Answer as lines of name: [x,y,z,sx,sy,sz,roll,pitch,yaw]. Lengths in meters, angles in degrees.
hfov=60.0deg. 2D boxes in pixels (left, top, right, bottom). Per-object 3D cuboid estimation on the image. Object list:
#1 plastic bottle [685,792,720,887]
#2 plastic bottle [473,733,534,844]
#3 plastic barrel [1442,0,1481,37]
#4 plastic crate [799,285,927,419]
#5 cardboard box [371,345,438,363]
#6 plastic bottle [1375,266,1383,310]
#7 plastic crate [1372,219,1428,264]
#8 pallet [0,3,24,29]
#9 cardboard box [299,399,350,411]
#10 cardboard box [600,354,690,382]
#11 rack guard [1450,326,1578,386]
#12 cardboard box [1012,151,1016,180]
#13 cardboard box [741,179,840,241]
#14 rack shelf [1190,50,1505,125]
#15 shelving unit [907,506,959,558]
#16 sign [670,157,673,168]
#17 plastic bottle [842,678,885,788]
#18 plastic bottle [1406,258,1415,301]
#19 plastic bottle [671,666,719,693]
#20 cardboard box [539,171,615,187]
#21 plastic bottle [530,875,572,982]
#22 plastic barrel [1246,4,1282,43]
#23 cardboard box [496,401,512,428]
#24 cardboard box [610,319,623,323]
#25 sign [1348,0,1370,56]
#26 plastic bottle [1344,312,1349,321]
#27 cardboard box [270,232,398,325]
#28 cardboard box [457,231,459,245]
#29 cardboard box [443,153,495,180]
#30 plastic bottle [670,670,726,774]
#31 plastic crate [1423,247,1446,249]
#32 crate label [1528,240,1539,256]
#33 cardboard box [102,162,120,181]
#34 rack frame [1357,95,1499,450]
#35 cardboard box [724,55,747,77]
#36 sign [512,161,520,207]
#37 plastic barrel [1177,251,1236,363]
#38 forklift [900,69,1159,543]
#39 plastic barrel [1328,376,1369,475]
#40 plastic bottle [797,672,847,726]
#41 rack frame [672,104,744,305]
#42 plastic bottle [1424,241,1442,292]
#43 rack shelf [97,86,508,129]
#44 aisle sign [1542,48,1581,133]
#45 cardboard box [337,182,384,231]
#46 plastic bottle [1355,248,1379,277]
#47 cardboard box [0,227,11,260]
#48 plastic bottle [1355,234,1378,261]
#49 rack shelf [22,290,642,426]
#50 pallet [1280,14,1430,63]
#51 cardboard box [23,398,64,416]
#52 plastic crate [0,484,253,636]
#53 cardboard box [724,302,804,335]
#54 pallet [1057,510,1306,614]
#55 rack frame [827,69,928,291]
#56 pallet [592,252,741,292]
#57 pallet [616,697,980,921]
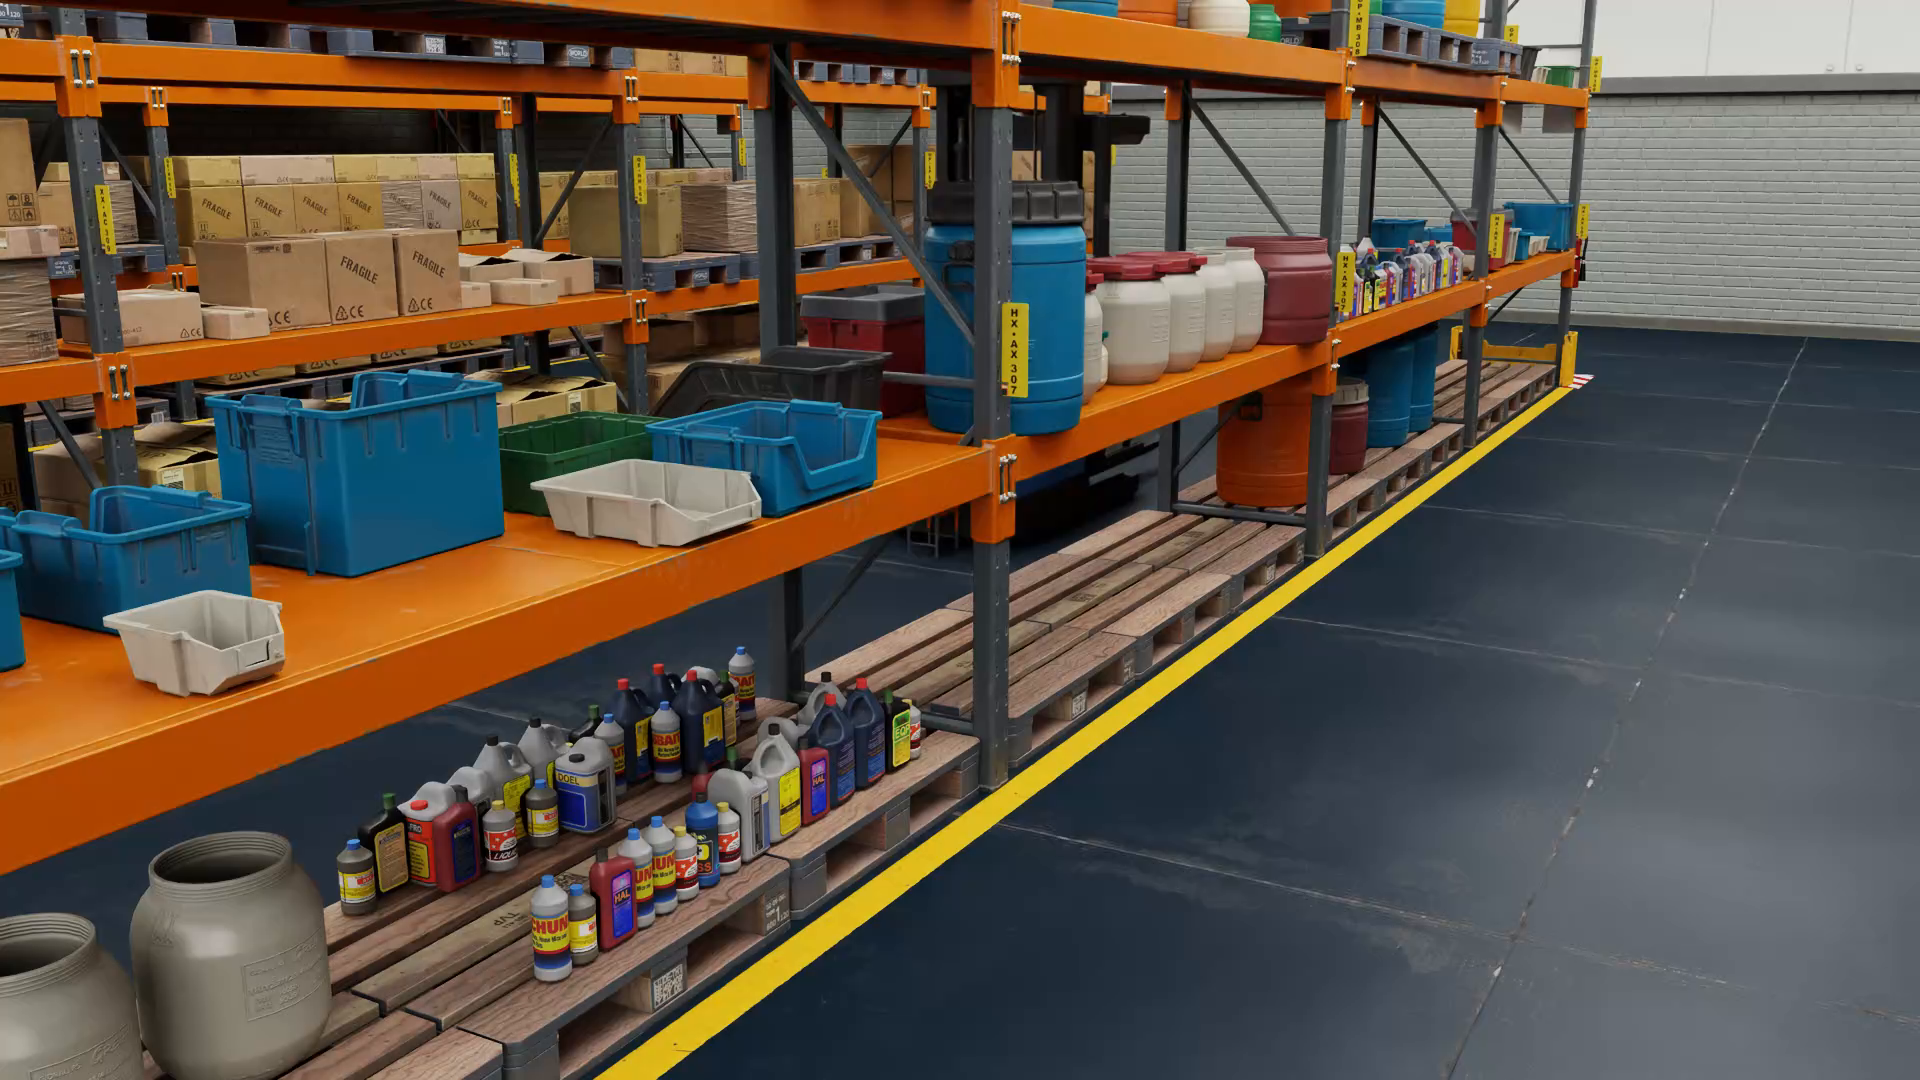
plastic bottle: [-0.758,0.874,4.892,0.097,0.271,0.097,0,14,0]
plastic bottle: [-1.425,0.766,5.169,0.144,0.351,0.185,8,16,30]
plastic barrel: [3.319,-3.775,11.596,0.600,0.588,0.600,0,14,0]
plastic crate: [-0.319,-0.756,6.631,0.402,0.464,0.583,7,15,28]
cardboard box: [-5.718,-2.183,16.377,0.750,0.750,0.750,8,16,30]
plastic bottle: [2.620,-1.591,10.507,0.097,0.271,0.097,0,14,0]
plastic crate: [3.509,-2.388,13.443,0.392,0.384,0.575,7,15,28]
pallet: [-5.009,-2.390,7.334,1.003,0.211,1.213,7,15,28]
cardboard box: [-3.939,-0.720,10.396,0.500,0.311,0.500,7,15,27]
cardboard box: [-2.439,-1.190,12.965,0.500,0.500,0.500,8,16,30]
rack guard: [5.516,-1.844,16.614,1.175,0.500,0.348,7,15,28]
cardboard box: [0.220,-3.605,16.238,0.500,0.500,0.500,7,15,26]
cardboard box: [-1.454,-2.826,14.248,0.700,0.500,0.500,10,17,37]
rack shelf: [2.615,-2.930,10.921,1.077,0.370,4.000,7,15,28]
shelving unit: [-0.157,-0.441,9.622,0.215,1.050,0.252,7,15,27]
sign: [-3.640,-4.698,21.106,0.100,0.325,0.005,7,15,28]
plastic bottle: [-0.344,0.648,5.658,0.144,0.351,0.185,7,15,27]
plastic bottle: [3.005,-1.751,11.147,0.061,0.283,0.133,7,15,28]
plastic bottle: [-0.955,0.605,5.997,0.152,0.276,0.135,8,16,30]
cardboard box: [-4.456,-3.759,18.584,0.980,0.700,0.700,7,15,27]
plastic bottle: [-1.070,1.006,4.343,0.097,0.271,0.097,0,14,0]
plastic barrel: [1.574,-2.737,8.919,0.294,0.245,0.294,0,14,0]
cardboard box: [-3.215,-0.767,10.590,0.500,0.311,0.500,7,15,28]
cardboard box: [-4.143,-2.693,19.240,0.700,0.500,0.500,8,16,29]
sign: [2.133,-2.758,8.895,0.100,0.325,0.005,7,15,28]
plastic bottle: [2.268,-1.407,9.895,0.097,0.201,0.097,0,14,0]
cardboard box: [-3.737,-1.568,9.922,0.500,0.500,0.500,7,15,28]
cardboard box: [-5.272,-3.038,16.728,0.380,0.149,0.250,8,16,30]
cardboard box: [-5.092,-3.797,16.892,0.500,0.250,0.500,8,16,29]
plastic bottle: [-0.912,0.618,5.782,0.144,0.351,0.185,7,15,28]
plastic crate: [3.888,-2.387,13.995,0.437,0.125,0.590,7,15,28]
crate label: [5.014,-2.648,15.051,0.396,0.136,0.243,7,15,28]
cardboard box: [-7.165,-3.037,13.695,0.380,0.149,0.250,5,15,21]
rack frame: [3.582,-2.232,12.891,1.000,3.000,0.127,7,15,28]
cardboard box: [-2.006,-3.785,12.718,0.910,0.500,0.500,7,15,28]
sign: [-3.165,-2.557,11.938,0.100,0.325,0.005,7,15,28]
plastic barrel: [1.135,-1.144,8.139,0.421,0.512,0.421,0,14,0]
forklift: [0.550,-1.705,10.851,1.130,2.935,3.031,7,15,27]
plastic barrel: [2.416,-0.777,11.105,0.600,0.588,0.708,7,15,28]
plastic bottle: [-0.470,0.632,5.726,0.144,0.351,0.185,7,15,28]
rack frame: [-3.157,-4.175,20.951,1.000,3.000,0.127,7,15,28]
plastic bottle: [3.335,-1.944,11.803,0.144,0.351,0.185,7,15,28]
rack shelf: [-6.057,-4.052,15.577,1.077,0.370,4.000,7,15,28]
aisle sign: [5.807,-4.298,15.914,0.394,0.787,0.004,7,15,28]
cardboard box: [-5.818,-3.123,15.697,0.500,0.500,0.500,8,16,30]
plastic bottle: [2.694,-1.746,10.980,0.144,0.351,0.185,7,15,28]
cardboard box: [-4.685,-1.386,7.784,0.380,0.149,0.250,7,15,27]
plastic bottle: [3.109,-2.164,12.715,0.144,0.351,0.185,7,15,28]
rack shelf: [-3.653,-1.213,10.200,1.077,0.370,4.000,7,15,28]
pallet: [2.104,-2.923,9.762,1.003,0.211,1.213,7,15,28]
cardboard box: [-7.677,-1.286,13.363,0.700,0.500,0.500,7,15,28]
plastic crate: [-1.920,0.033,3.812,0.499,0.251,0.408,7,15,28]
cardboard box: [-1.683,-1.880,14.227,0.500,0.250,0.500,7,15,28]
pallet: [1.240,0.099,9.172,1.003,0.211,1.213,7,15,28]
rack frame: [-0.752,-2.794,15.222,1.000,3.000,0.127,7,15,28]
pallet: [-2.420,-2.027,12.450,1.213,0.211,1.003,7,15,28]
pallet: [-0.646,0.898,5.857,1.003,0.211,1.213,7,15,28]
